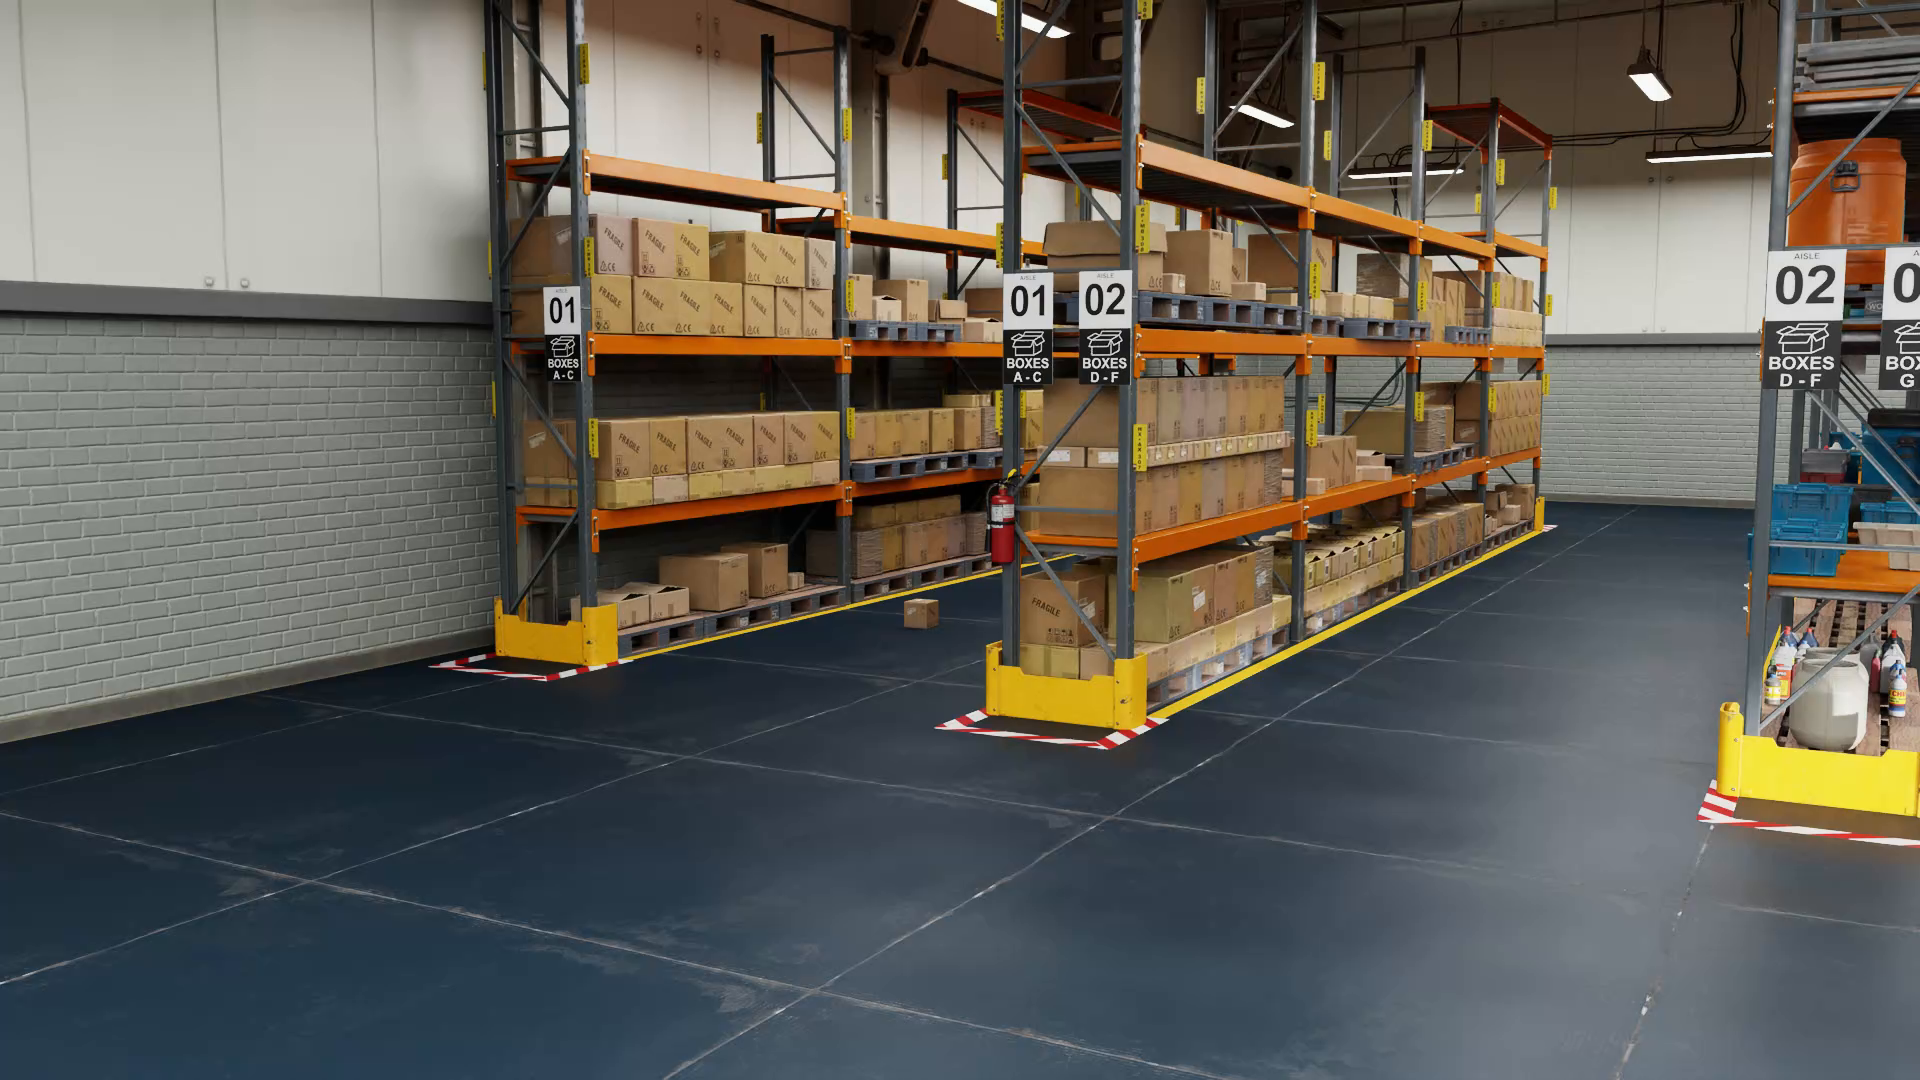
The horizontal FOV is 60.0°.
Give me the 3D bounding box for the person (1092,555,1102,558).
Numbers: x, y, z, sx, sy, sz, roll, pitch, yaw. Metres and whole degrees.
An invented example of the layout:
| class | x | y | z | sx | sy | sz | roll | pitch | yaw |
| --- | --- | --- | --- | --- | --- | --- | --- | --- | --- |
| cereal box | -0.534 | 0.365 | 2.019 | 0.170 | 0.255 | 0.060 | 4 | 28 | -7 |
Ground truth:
| class | x | y | z | sx | sy | sz | roll | pitch | yaw |
| --- | --- | --- | --- | --- | --- | --- | --- | --- | --- |
| person | 1.892 | -0.489 | 20.759 | 0.506 | 1.655 | 0.484 | 3 | 7 | 25 |
